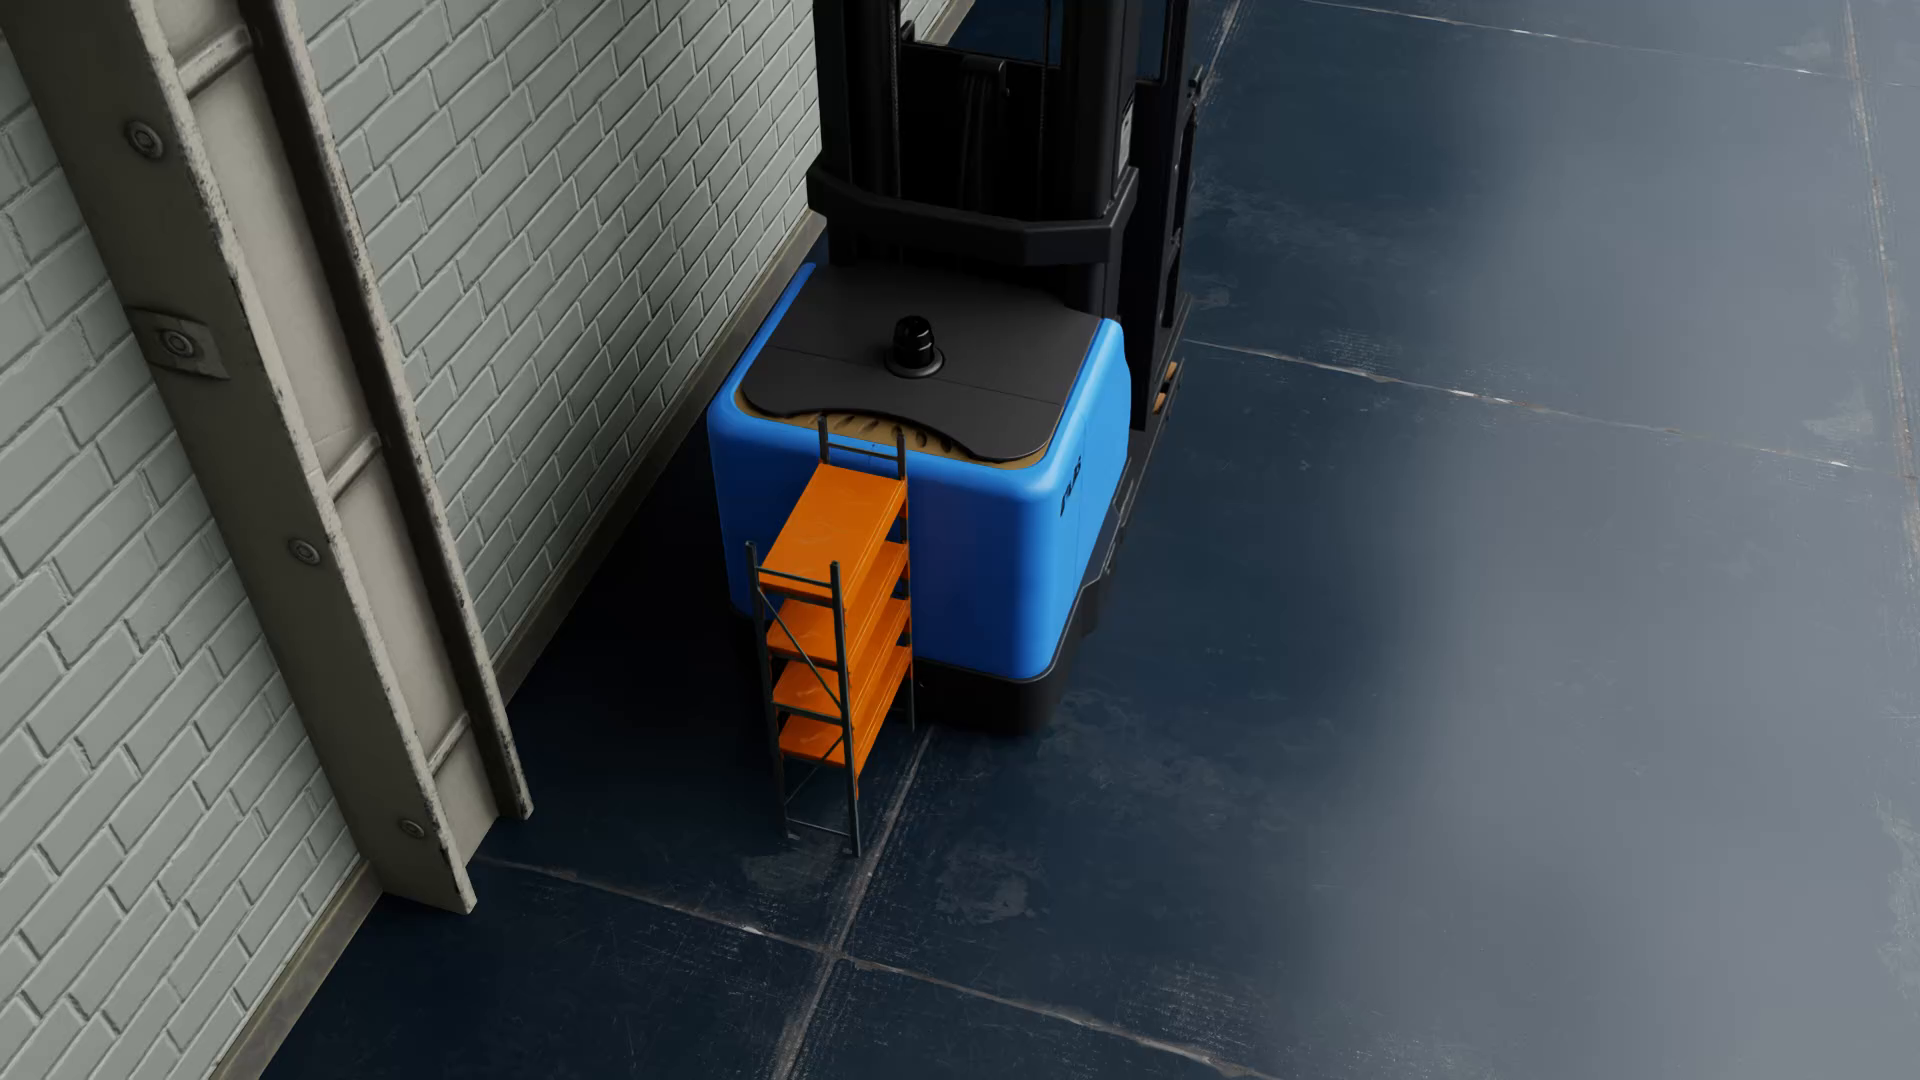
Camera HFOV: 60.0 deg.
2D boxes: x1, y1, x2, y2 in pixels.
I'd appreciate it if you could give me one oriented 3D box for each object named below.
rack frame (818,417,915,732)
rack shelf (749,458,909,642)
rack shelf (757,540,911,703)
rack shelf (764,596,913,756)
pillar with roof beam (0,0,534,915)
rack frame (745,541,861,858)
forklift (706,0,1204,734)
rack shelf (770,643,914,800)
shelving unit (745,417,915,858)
[{"bbox_3d":[-0.257,0.136,4.754,0.240,1.200,0.015,13,46,13],"label":"rack frame"},{"bbox_3d":[-0.331,0.017,4.313,0.258,0.148,0.480,13,46,13],"label":"rack shelf"},{"bbox_3d":[-0.331,0.186,4.478,0.258,0.148,0.480,13,46,13],"label":"rack shelf"},{"bbox_3d":[-0.331,0.346,4.634,0.258,0.148,0.480,13,46,13],"label":"rack shelf"},{"bbox_3d":[2.634,-1.414,0.761,9.100,9.000,0.400,13,46,13],"label":"pillar with roof beam"},{"bbox_3d":[-0.405,0.461,4.421,0.240,1.200,0.015,13,46,13],"label":"rack frame"},{"bbox_3d":[0.209,-1.507,5.194,1.130,2.935,3.031,13,46,13],"label":"forklift"},{"bbox_3d":[-0.331,0.488,4.773,0.258,0.148,0.480,13,46,13],"label":"rack shelf"},{"bbox_3d":[-0.331,0.298,4.587,0.258,1.200,0.503,13,46,13],"label":"shelving unit"}]
